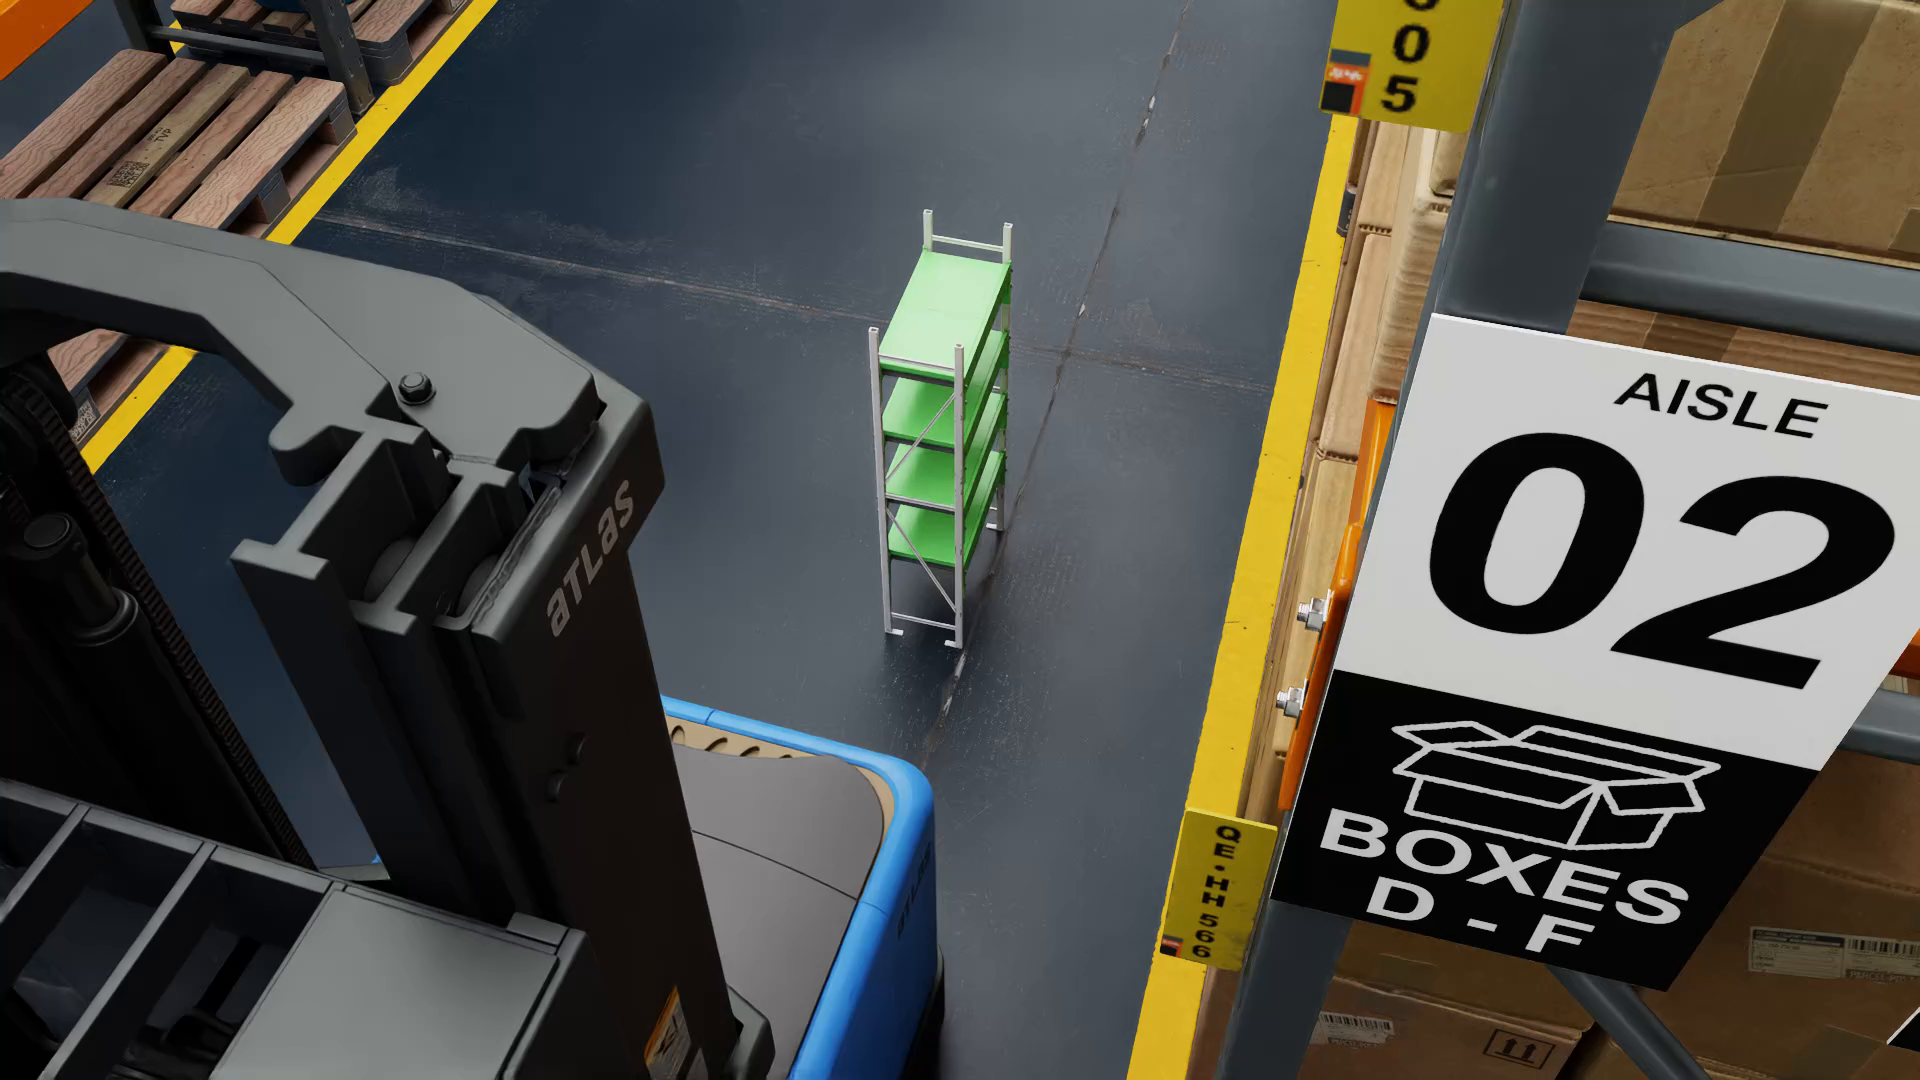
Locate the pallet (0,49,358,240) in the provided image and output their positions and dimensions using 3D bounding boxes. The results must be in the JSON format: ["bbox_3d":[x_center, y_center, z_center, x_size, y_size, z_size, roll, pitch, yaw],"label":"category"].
[{"bbox_3d":[-3.058,-1.393,6.338,1.003,0.211,1.213,12,50,10],"label":"pallet"}]

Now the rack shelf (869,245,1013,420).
[{"bbox_3d":[-0.044,-0.553,4.383,0.258,0.148,0.480,12,50,10],"label":"rack shelf"}]

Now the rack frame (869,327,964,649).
[{"bbox_3d":[-0.108,-0.101,4.539,0.240,1.200,0.015,12,50,10],"label":"rack frame"}]

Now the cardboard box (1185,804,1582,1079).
[{"bbox_3d":[0.678,0.608,2.646,0.500,0.500,0.500,13,50,11],"label":"cardboard box"}]

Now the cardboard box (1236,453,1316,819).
[{"bbox_3d":[0.811,0.232,2.978,0.500,0.500,0.500,12,50,10],"label":"cardboard box"}]

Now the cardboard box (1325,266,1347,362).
[{"bbox_3d":[1.080,-0.493,3.617,0.500,0.500,0.500,11,49,10],"label":"cardboard box"}]

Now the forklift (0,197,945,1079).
[{"bbox_3d":[-0.966,1.154,2.276,1.130,2.935,3.031,13,50,11],"label":"forklift"}]

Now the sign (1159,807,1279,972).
[{"bbox_3d":[0.292,0.407,1.907,0.100,0.325,0.005,12,50,10],"label":"sign"}]

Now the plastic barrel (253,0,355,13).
[{"bbox_3d":[-2.743,-2.690,6.743,0.600,0.901,0.708,12,50,10],"label":"plastic barrel"}]

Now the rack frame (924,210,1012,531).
[{"bbox_3d":[0.021,-0.454,4.850,0.240,1.200,0.015,12,50,10],"label":"rack frame"}]

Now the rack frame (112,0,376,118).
[{"bbox_3d":[-2.902,-2.855,5.769,1.000,3.000,0.127,12,50,10],"label":"rack frame"}]

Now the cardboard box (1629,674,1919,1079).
[{"bbox_3d":[1.194,0.385,2.176,0.500,0.500,0.500,13,50,11],"label":"cardboard box"}]

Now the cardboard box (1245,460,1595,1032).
[{"bbox_3d":[0.674,0.278,2.270,0.500,0.500,0.500,11,50,10],"label":"cardboard box"}]

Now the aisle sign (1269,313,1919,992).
[{"bbox_3d":[0.509,0.147,1.386,0.394,0.787,0.004,12,50,10],"label":"aisle sign"}]

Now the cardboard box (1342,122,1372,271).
[{"bbox_3d":[1.213,-0.861,3.942,0.500,0.500,0.500,11,50,10],"label":"cardboard box"}]

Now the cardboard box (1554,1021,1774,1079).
[{"bbox_3d":[1.194,0.716,2.550,0.500,0.500,0.500,13,50,11],"label":"cardboard box"}]

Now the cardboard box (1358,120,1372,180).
[{"bbox_3d":[1.347,-1.222,4.261,0.500,0.500,0.500,12,50,11],"label":"cardboard box"}]

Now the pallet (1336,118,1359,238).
[{"bbox_3d":[2.053,-1.548,6.475,1.003,0.211,1.213,12,50,10],"label":"pallet"}]

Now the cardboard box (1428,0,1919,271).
[{"bbox_3d":[0.712,-0.512,1.467,0.500,0.250,0.500,12,50,10],"label":"cardboard box"}]

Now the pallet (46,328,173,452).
[{"bbox_3d":[-3.378,-0.508,5.557,1.003,0.211,1.213,12,50,10],"label":"pallet"}]

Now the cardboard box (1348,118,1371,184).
[{"bbox_3d":[1.729,-1.607,6.041,0.500,0.500,0.500,11,50,10],"label":"cardboard box"}]

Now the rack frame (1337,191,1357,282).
[{"bbox_3d":[1.875,-1.875,4.904,1.000,3.000,0.127,12,50,10],"label":"rack frame"}]

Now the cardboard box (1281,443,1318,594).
[{"bbox_3d":[0.948,-0.128,3.296,0.500,0.500,0.500,12,50,10],"label":"cardboard box"}]

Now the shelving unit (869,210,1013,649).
[{"bbox_3d":[-0.044,-0.277,4.694,0.258,1.200,0.503,12,50,10],"label":"shelving unit"}]

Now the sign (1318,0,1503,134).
[{"bbox_3d":[0.292,-0.391,1.003,0.100,0.325,0.005,12,50,10],"label":"sign"}]

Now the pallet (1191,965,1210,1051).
[{"bbox_3d":[1.052,1.309,3.954,1.003,0.211,1.213,12,50,10],"label":"pallet"}]

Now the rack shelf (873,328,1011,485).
[{"bbox_3d":[-0.044,-0.394,4.562,0.258,0.148,0.480,12,50,10],"label":"rack shelf"}]

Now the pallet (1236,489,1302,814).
[{"bbox_3d":[1.375,0.430,4.730,1.003,0.211,1.213,12,50,10],"label":"pallet"}]

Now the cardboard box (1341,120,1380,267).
[{"bbox_3d":[1.074,-0.835,3.253,0.500,0.500,0.500,13,50,11],"label":"cardboard box"}]

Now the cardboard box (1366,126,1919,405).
[{"bbox_3d":[0.703,-0.348,1.656,0.500,0.250,0.500,12,50,10],"label":"cardboard box"}]

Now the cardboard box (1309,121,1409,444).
[{"bbox_3d":[0.939,-0.463,2.925,0.500,0.500,0.500,13,50,11],"label":"cardboard box"}]

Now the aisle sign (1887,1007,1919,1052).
[{"bbox_3d":[1.088,0.265,1.281,0.394,0.787,0.004,12,50,10],"label":"aisle sign"}]

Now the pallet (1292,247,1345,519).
[{"bbox_3d":[1.694,-0.456,5.511,1.003,0.211,1.213,12,50,10],"label":"pallet"}]

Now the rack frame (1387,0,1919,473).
[{"bbox_3d":[0.823,-0.967,0.101,1.000,3.000,0.127,12,50,10],"label":"rack frame"}]

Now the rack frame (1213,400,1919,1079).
[{"bbox_3d":[0.823,1.018,2.351,1.000,3.000,0.127,12,50,10],"label":"rack frame"}]

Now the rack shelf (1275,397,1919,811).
[{"bbox_3d":[1.349,-1.183,2.772,1.077,0.370,4.000,12,50,10],"label":"rack shelf"}]

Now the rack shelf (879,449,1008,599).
[{"bbox_3d":[-0.044,-0.076,4.922,0.258,0.148,0.480,12,50,10],"label":"rack shelf"}]

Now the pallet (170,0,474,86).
[{"bbox_3d":[-2.659,-2.482,7.300,1.003,0.211,1.213,12,50,10],"label":"pallet"}]

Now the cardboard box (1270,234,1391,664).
[{"bbox_3d":[0.807,-0.087,2.593,0.500,0.500,0.500,13,50,11],"label":"cardboard box"}]

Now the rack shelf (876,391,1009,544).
[{"bbox_3d":[-0.044,-0.235,4.742,0.258,0.148,0.480,12,50,10],"label":"rack shelf"}]
